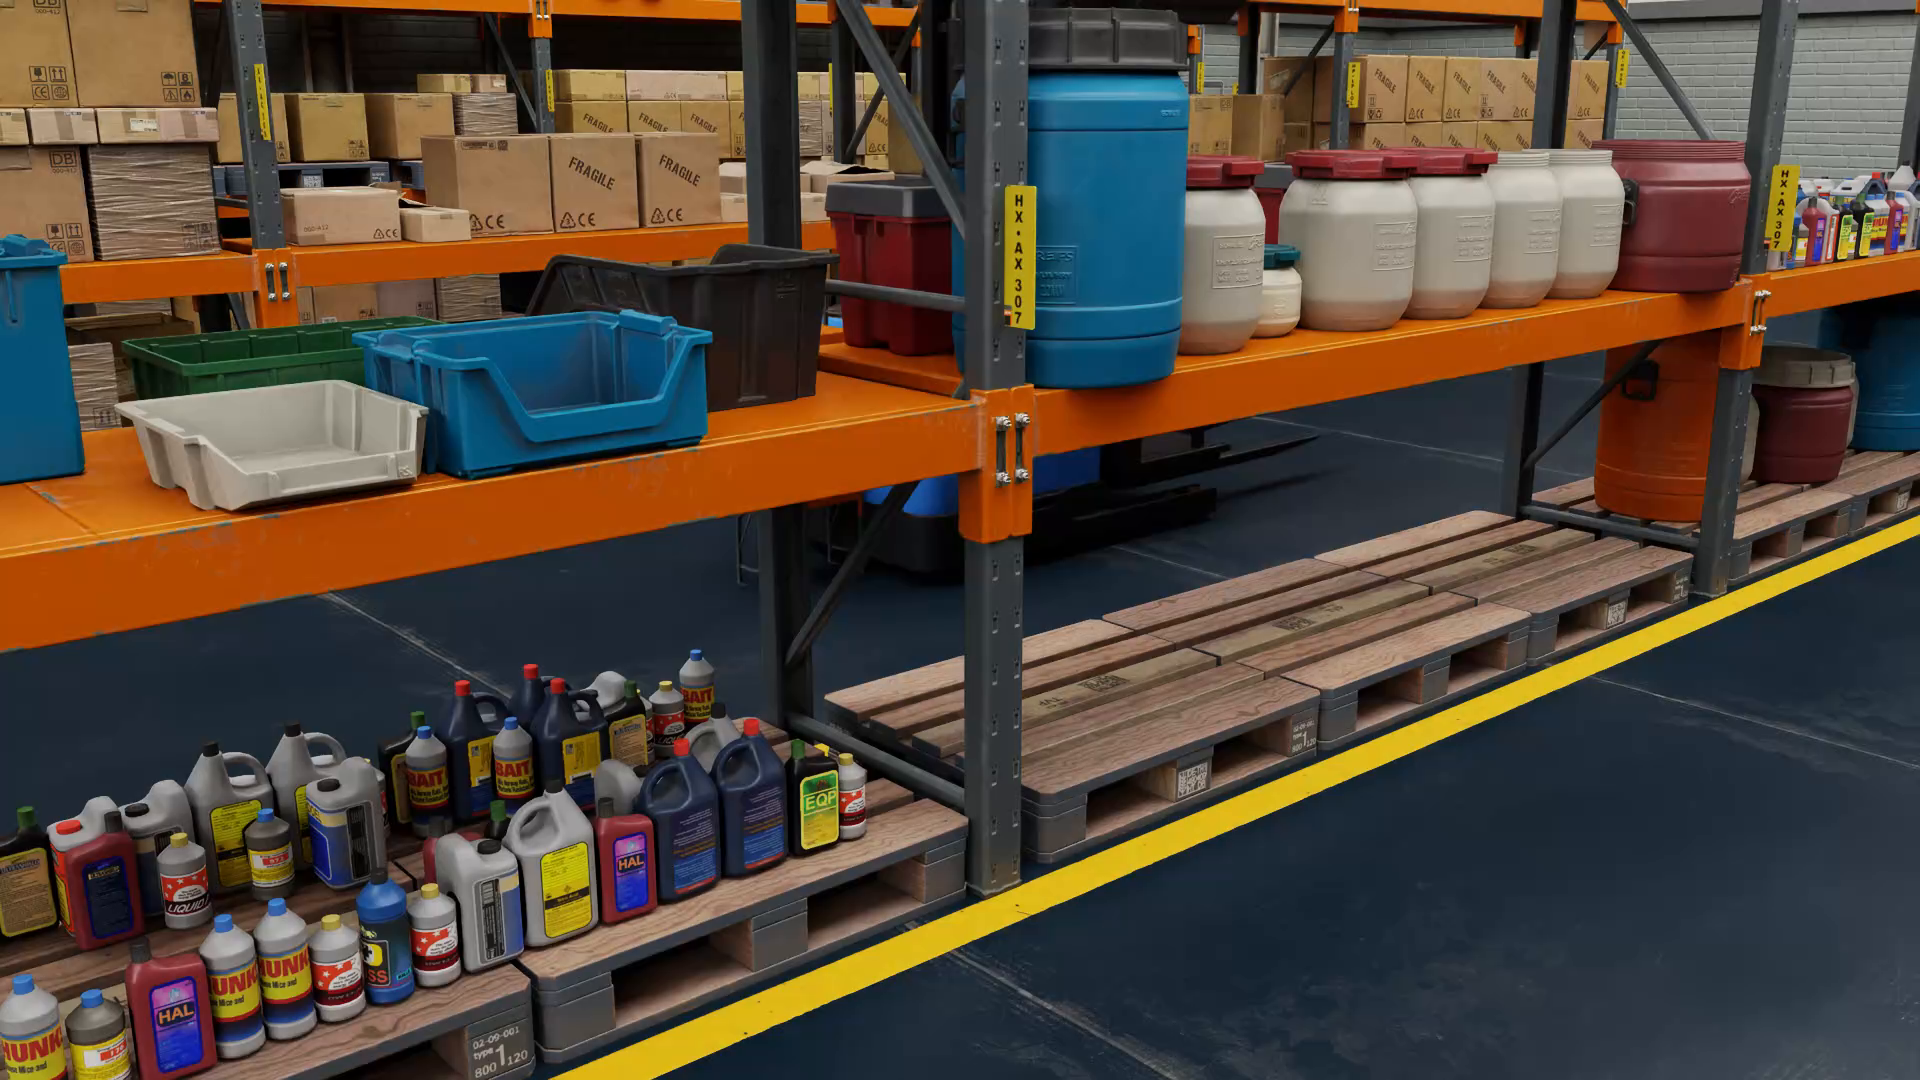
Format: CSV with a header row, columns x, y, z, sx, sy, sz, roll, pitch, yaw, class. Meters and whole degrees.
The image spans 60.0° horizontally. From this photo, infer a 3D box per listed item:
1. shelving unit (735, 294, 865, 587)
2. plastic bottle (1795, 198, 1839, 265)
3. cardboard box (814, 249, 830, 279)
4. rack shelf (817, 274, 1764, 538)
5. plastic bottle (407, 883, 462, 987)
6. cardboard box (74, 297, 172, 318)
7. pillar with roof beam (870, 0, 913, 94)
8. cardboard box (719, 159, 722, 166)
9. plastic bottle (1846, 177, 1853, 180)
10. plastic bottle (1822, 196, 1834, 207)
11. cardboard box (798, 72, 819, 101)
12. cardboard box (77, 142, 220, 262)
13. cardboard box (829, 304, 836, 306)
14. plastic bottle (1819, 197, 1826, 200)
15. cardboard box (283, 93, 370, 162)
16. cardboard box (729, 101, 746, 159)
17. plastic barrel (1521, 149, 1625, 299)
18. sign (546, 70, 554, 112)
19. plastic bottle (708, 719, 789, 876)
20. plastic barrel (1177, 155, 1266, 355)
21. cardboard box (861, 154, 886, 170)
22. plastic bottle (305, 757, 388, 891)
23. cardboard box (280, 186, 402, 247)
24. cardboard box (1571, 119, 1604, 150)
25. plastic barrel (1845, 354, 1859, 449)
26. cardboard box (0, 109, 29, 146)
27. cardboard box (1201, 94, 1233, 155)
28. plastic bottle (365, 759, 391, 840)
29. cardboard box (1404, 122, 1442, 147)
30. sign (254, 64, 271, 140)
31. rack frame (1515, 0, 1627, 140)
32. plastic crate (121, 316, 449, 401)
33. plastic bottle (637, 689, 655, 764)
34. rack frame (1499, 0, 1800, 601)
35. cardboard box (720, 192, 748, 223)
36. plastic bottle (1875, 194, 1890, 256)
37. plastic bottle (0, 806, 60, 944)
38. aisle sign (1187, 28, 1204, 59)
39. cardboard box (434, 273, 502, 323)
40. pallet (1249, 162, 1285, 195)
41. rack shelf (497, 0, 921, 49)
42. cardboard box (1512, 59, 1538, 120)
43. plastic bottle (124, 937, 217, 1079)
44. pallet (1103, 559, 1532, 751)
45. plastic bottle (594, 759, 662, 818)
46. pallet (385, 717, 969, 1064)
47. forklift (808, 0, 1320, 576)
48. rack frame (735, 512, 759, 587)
x,y,z,sx,sy,sz,roll,pitch,yaw,class
-0.678,-0.413,6.971,0.503,1.200,0.258,-14,20,-41,shelving unit
3.691,-1.336,7.181,0.135,0.276,0.152,-13,19,-39,plastic bottle
-1.756,-2.792,15.740,0.750,0.750,0.750,-12,19,-38,cardboard box
1.295,-0.621,5.657,4.000,0.370,1.077,-13,19,-39,rack shelf
-1.095,0.814,3.460,0.097,0.201,0.097,0,15,0,plastic bottle
-6.173,-1.691,12.261,0.500,0.500,0.700,-12,19,-38,cardboard box
2.104,-6.261,13.753,0.400,9.000,9.100,-13,19,-39,pillar with roof beam
-2.347,-3.359,14.959,0.250,0.149,0.380,-12,19,-39,cardboard box
4.840,-1.842,9.085,0.097,0.271,0.097,0,15,0,plastic bottle
4.444,-1.668,8.566,0.097,0.201,0.097,0,15,0,plastic bottle
-1.644,-4.178,15.316,0.500,0.250,0.500,-12,19,-38,cardboard box
-3.793,-1.567,7.610,0.500,0.500,0.700,-13,20,-41,cardboard box
-1.033,-1.386,10.555,0.500,0.311,0.500,-12,19,-38,cardboard box
3.757,-1.360,7.280,0.097,0.271,0.097,0,15,0,plastic bottle
-4.973,-3.200,12.872,0.500,0.500,0.700,-13,19,-39,cardboard box
-2.001,-3.731,15.096,0.500,0.500,0.500,-12,19,-38,cardboard box
2.168,-1.146,6.010,0.421,0.512,0.421,0,15,0,plastic barrel
-3.336,-3.653,13.525,0.005,0.325,0.100,-13,19,-39,sign
-0.511,0.602,3.963,0.185,0.351,0.144,-13,20,-41,plastic bottle
0.652,-0.815,4.725,0.433,0.535,0.433,0,15,0,plastic barrel
-0.926,-3.642,16.022,0.250,0.149,0.380,-12,19,-38,cardboard box
-1.442,0.658,3.900,0.135,0.276,0.152,-13,19,-39,plastic bottle
-3.120,-1.614,8.272,0.500,0.250,0.500,-11,19,-36,cardboard box
5.431,-3.547,15.024,0.500,0.500,0.500,-12,19,-38,cardboard box
4.381,-0.699,8.562,0.421,0.512,0.421,0,15,0,plastic barrel
-4.108,-1.738,6.993,0.250,0.149,0.380,-13,20,-39,cardboard box
1.591,-3.036,12.295,0.500,0.500,0.700,-9,17,-31,cardboard box
-1.467,0.641,4.109,0.097,0.201,0.097,0,15,0,plastic bottle
3.520,-3.119,13.421,0.500,0.500,0.500,-12,19,-38,cardboard box
-3.097,-1.944,7.383,0.005,0.325,0.100,-13,19,-39,sign
5.590,-3.628,15.519,0.127,3.000,1.000,-13,19,-39,rack frame
-1.423,-0.353,3.668,0.662,0.188,0.450,-13,19,-39,plastic crate
-0.896,0.513,4.589,0.097,0.201,0.097,0,15,0,plastic bottle
2.804,-1.308,6.833,0.127,3.000,1.000,-13,19,-39,rack frame
-1.370,-1.924,9.628,0.250,0.149,0.380,-11,18,-35,cardboard box
4.145,-1.427,7.528,0.097,0.271,0.097,0,15,0,plastic bottle
-2.058,0.728,3.625,0.133,0.283,0.061,-12,19,-38,plastic bottle
2.586,-5.801,18.618,0.004,0.787,0.394,-13,19,-39,aisle sign
-4.209,-2.109,13.824,0.500,0.500,0.700,-12,19,-39,cardboard box
1.898,-2.743,12.580,1.213,0.211,1.003,-13,19,-39,pallet
-2.191,-4.677,15.027,4.000,0.370,1.077,-13,19,-39,rack shelf
4.666,-3.856,14.241,0.500,0.500,0.500,-12,19,-38,cardboard box
-1.476,0.866,3.106,0.133,0.283,0.061,-12,19,-38,plastic bottle
1.274,0.369,5.960,1.213,0.211,1.003,-13,19,-39,pallet
-0.772,0.647,3.942,0.135,0.276,0.152,-13,19,-39,plastic bottle
-0.748,0.823,4.260,1.213,0.211,1.003,-13,19,-39,pallet
0.617,-1.564,7.927,3.031,2.935,1.130,-14,20,-41,forklift
-0.856,-0.370,6.810,0.015,1.200,0.240,-14,20,-41,rack frame
